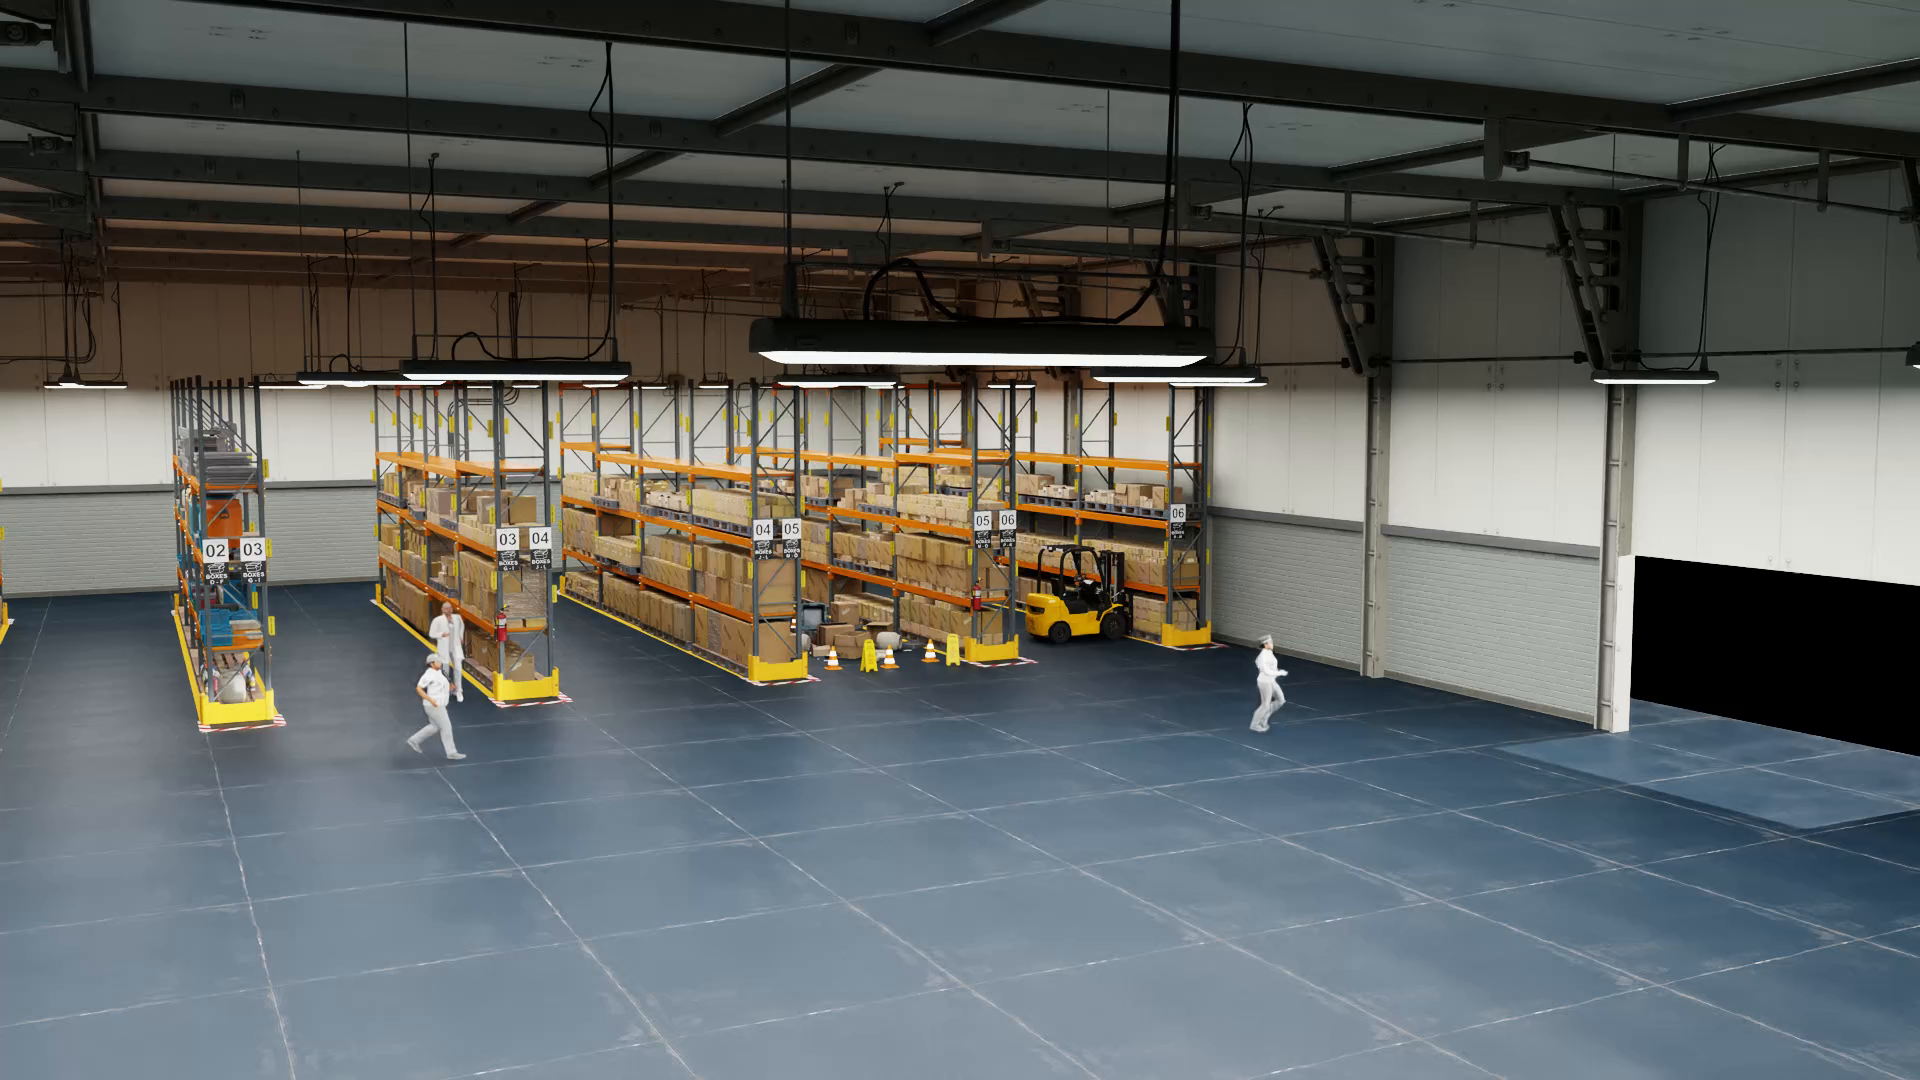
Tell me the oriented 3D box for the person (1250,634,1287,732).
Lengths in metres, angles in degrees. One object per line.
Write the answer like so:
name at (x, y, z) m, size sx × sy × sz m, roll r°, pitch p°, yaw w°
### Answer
person at (5.198, 2.395, 27.946) m, size 0.619 × 1.660 × 0.524 m, roll 2°, pitch 5°, yaw 21°

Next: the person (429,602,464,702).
person at (-9.554, 2.068, 31.053) m, size 0.697 × 1.831 × 0.966 m, roll -3°, pitch 6°, yaw -30°

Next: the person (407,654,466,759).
person at (-8.163, 2.585, 25.883) m, size 0.910 × 1.644 × 0.613 m, roll -1°, pitch 5°, yaw -6°
